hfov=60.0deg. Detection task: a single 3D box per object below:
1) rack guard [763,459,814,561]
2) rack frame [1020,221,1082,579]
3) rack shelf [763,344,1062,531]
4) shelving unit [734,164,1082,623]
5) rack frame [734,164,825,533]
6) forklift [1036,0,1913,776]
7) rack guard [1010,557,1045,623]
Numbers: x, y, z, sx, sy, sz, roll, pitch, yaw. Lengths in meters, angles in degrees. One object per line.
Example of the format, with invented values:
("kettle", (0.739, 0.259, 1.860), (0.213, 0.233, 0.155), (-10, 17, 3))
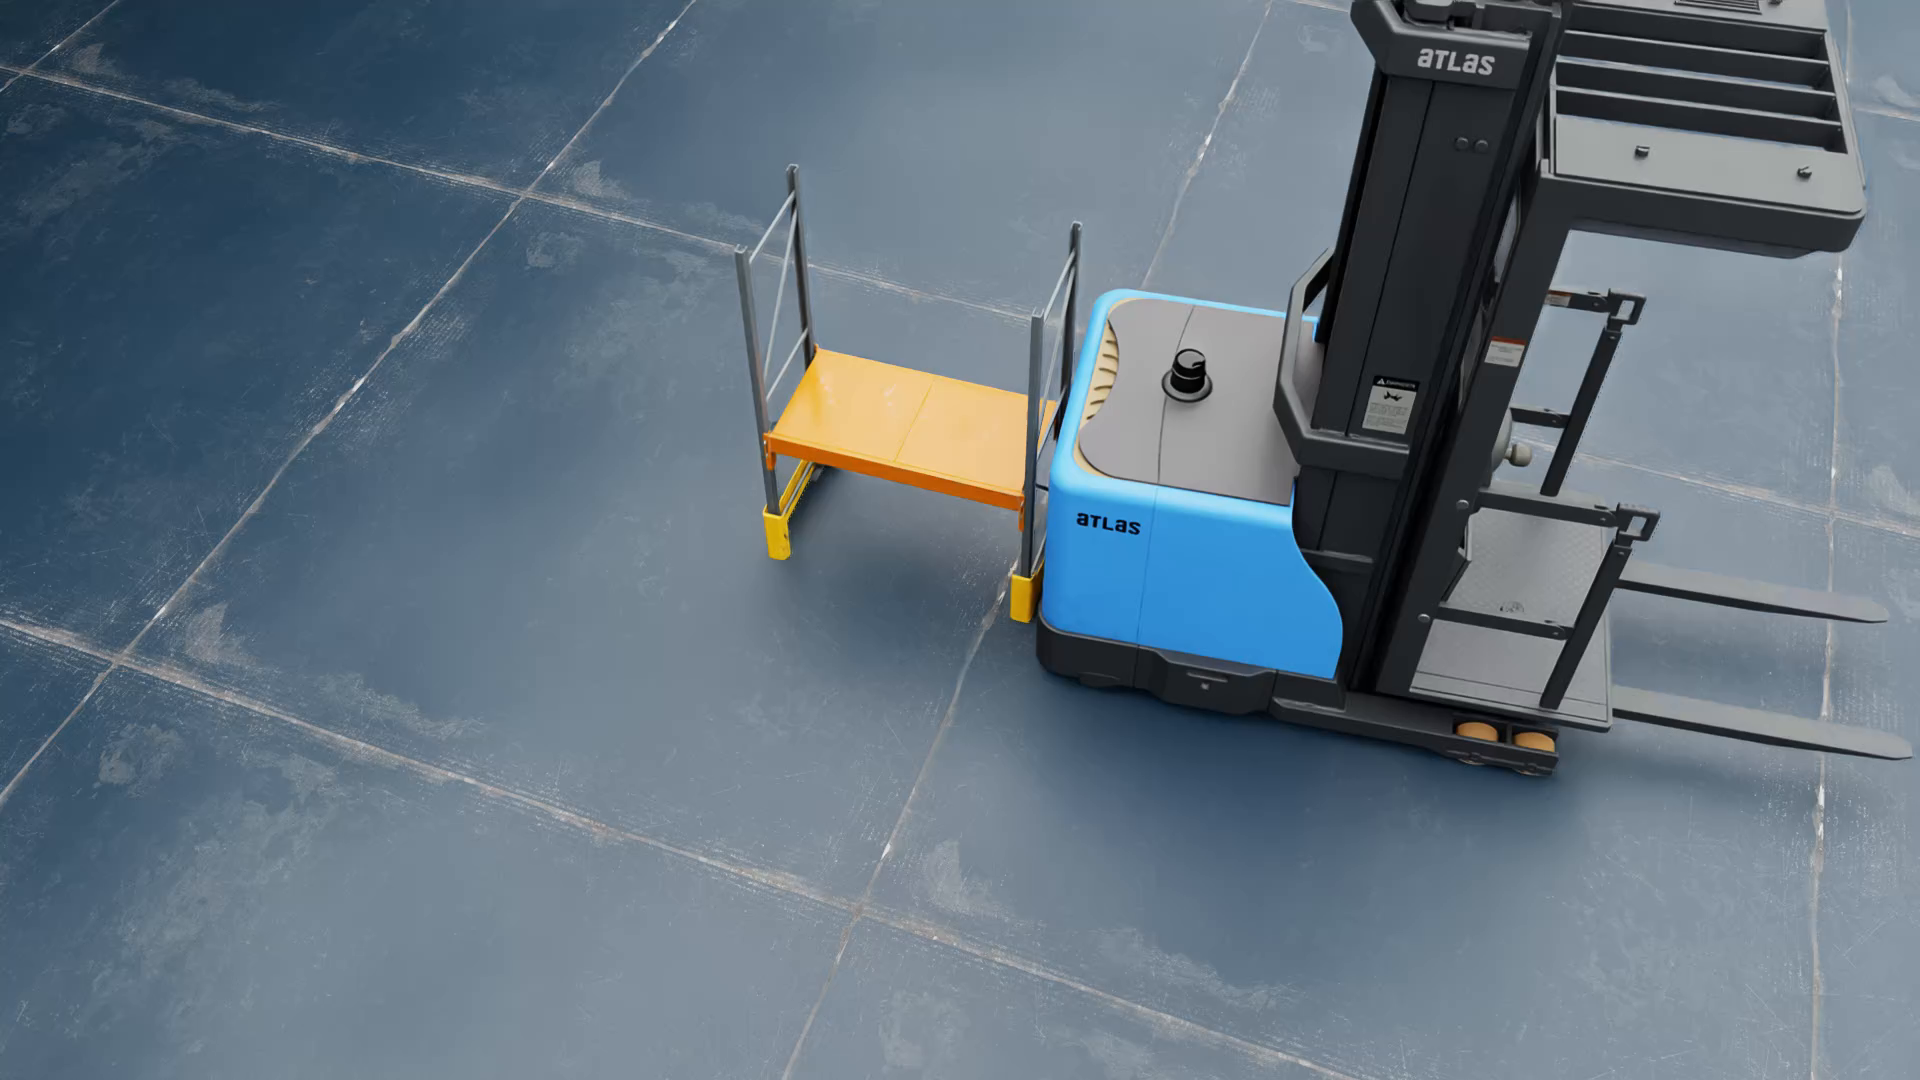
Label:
("rack guard", (-0.631, -0.216, 6.639), (0.087, 0.250, 0.587), (14, 51, 12))
("rack frame", (0.317, -0.392, 5.964), (0.032, 1.500, 0.500), (14, 51, 12))
("rack shelf", (-0.166, -0.393, 6.203), (1.000, 0.185, 0.538), (14, 51, 12))
("shelving unit", (-0.158, -0.509, 6.065), (1.083, 1.500, 0.587), (14, 51, 12))
("rack frame", (-0.650, -0.630, 6.170), (0.032, 1.500, 0.500), (14, 51, 12))
("forklift", (1.853, -0.572, 5.173), (3.031, 2.935, 1.130), (10, 50, 8))
("rack guard", (0.316, 0.017, 6.437), (0.087, 0.250, 0.587), (14, 51, 12))
